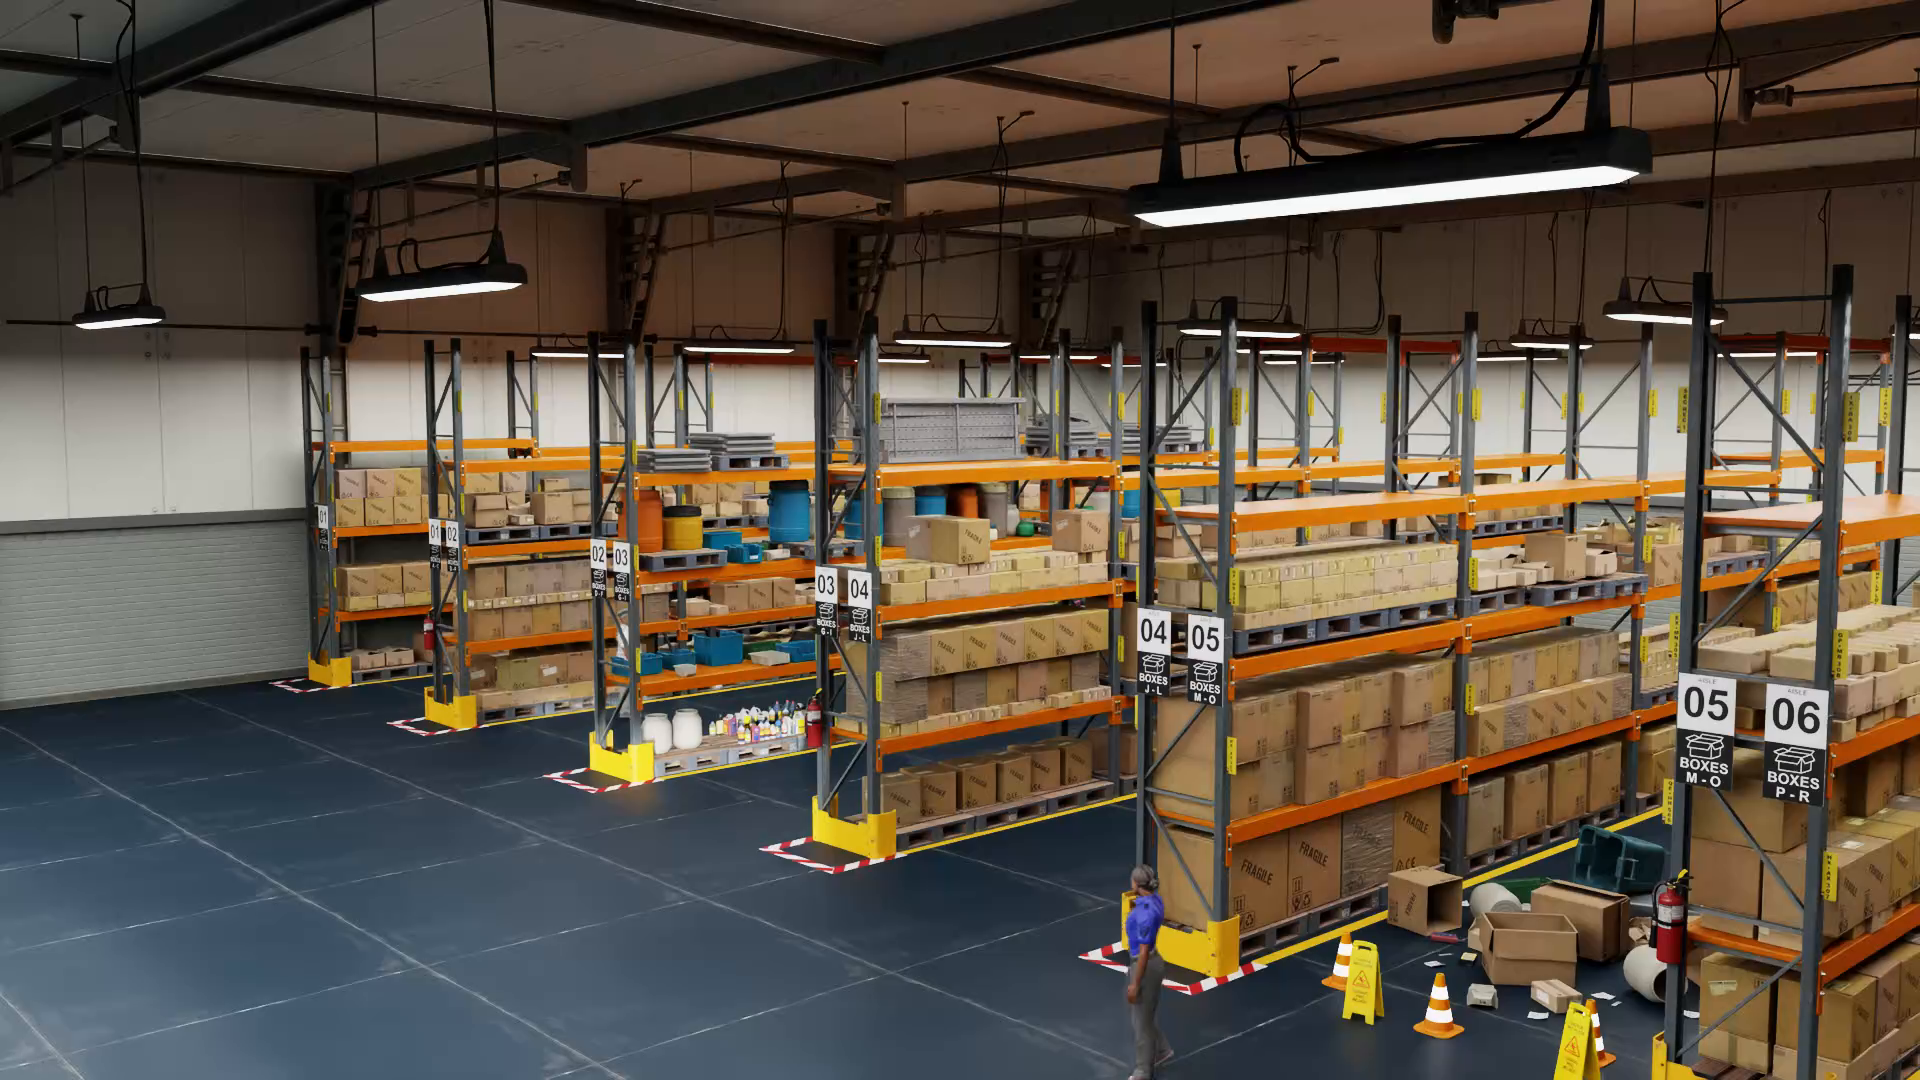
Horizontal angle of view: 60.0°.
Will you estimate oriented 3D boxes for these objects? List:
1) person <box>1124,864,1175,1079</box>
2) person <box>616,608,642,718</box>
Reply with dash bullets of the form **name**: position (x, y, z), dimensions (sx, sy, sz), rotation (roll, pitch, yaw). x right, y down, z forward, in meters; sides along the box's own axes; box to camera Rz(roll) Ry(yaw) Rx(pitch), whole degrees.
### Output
- **person**: position (1.394, 3.240, 12.462), dimensions (0.445, 1.672, 0.549), rotation (1, 5, 7)
- **person**: position (-5.223, 1.961, 26.417), dimensions (0.465, 1.805, 0.558), rotation (-1, 5, -9)
